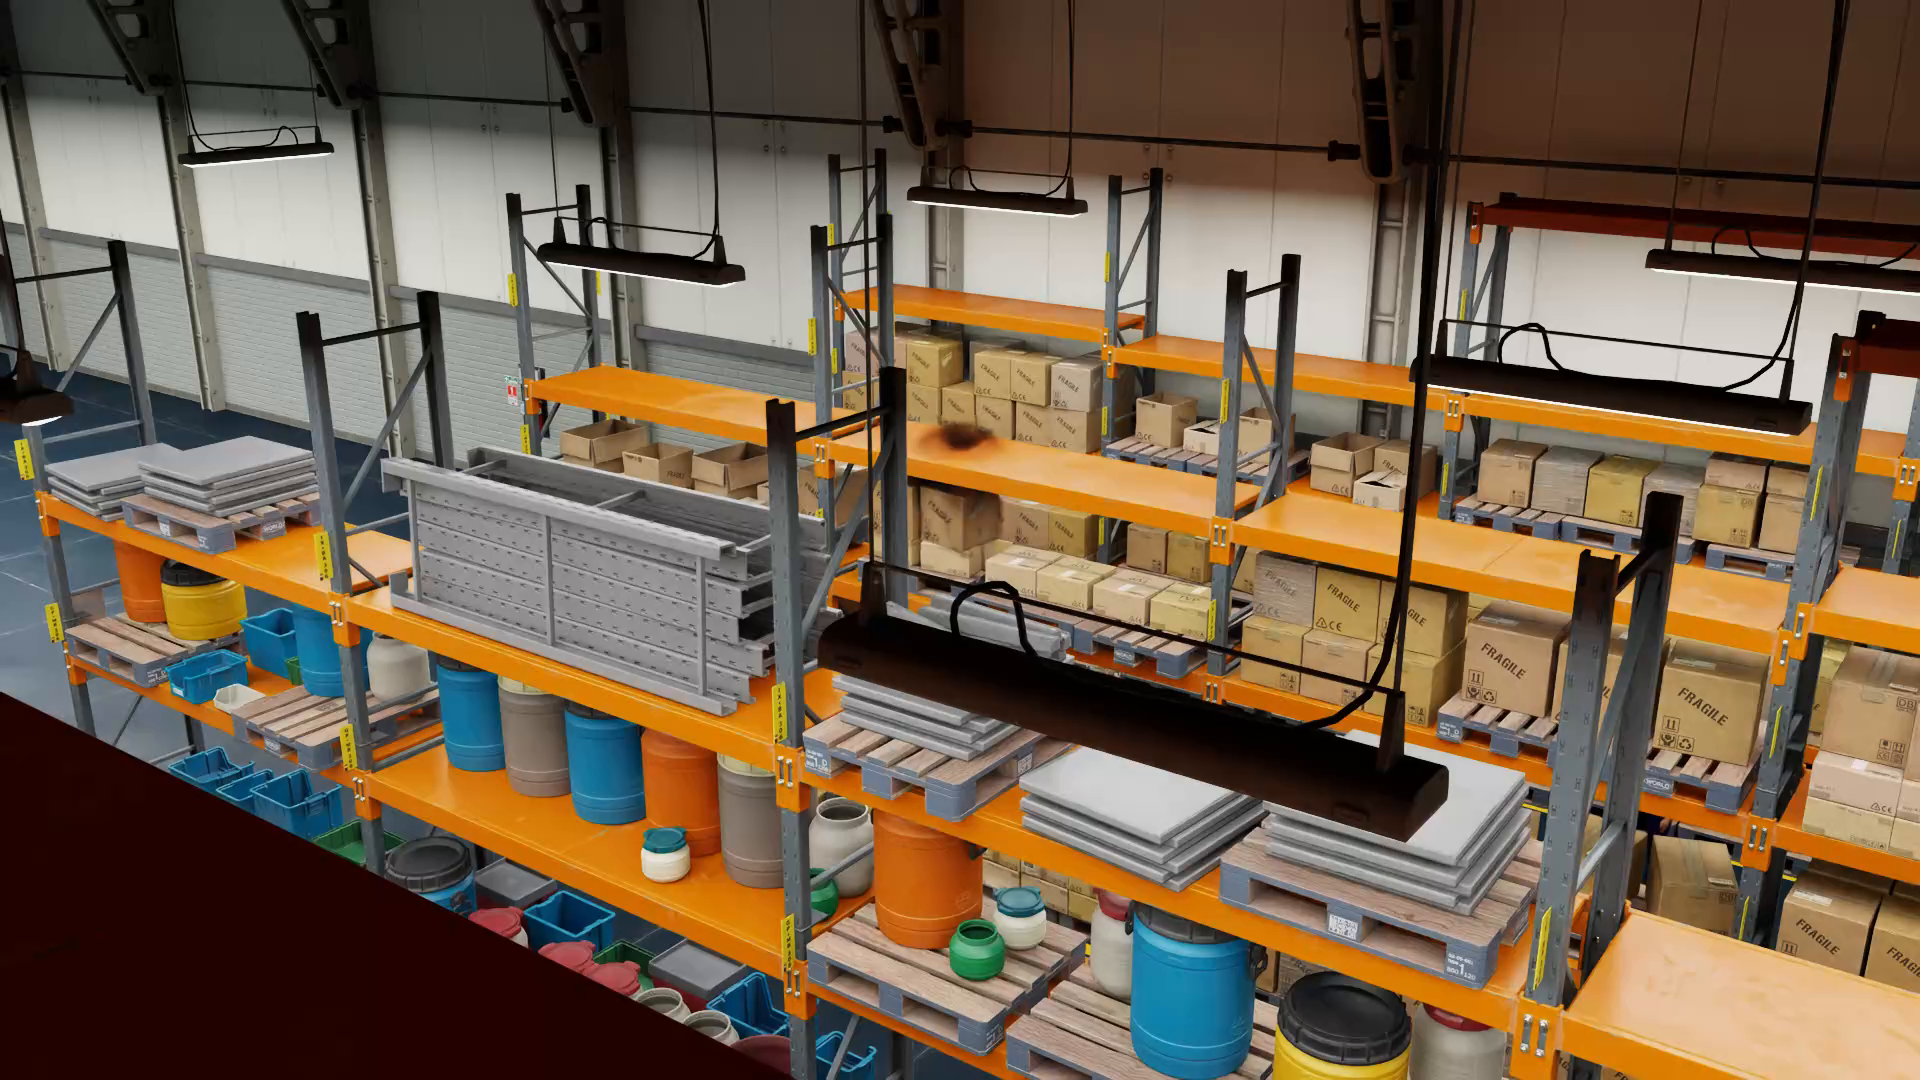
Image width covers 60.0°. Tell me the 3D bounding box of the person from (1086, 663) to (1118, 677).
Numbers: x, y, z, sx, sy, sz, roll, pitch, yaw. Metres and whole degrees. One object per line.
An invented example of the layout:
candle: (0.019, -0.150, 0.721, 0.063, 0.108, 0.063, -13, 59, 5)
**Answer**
person: (1.552, 1.488, 18.030, 0.506, 1.674, 0.519, -5, 19, -14)

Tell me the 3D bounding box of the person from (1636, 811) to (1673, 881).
person: (6.235, 2.491, 15.149, 0.506, 1.650, 0.525, -14, 23, -35)
